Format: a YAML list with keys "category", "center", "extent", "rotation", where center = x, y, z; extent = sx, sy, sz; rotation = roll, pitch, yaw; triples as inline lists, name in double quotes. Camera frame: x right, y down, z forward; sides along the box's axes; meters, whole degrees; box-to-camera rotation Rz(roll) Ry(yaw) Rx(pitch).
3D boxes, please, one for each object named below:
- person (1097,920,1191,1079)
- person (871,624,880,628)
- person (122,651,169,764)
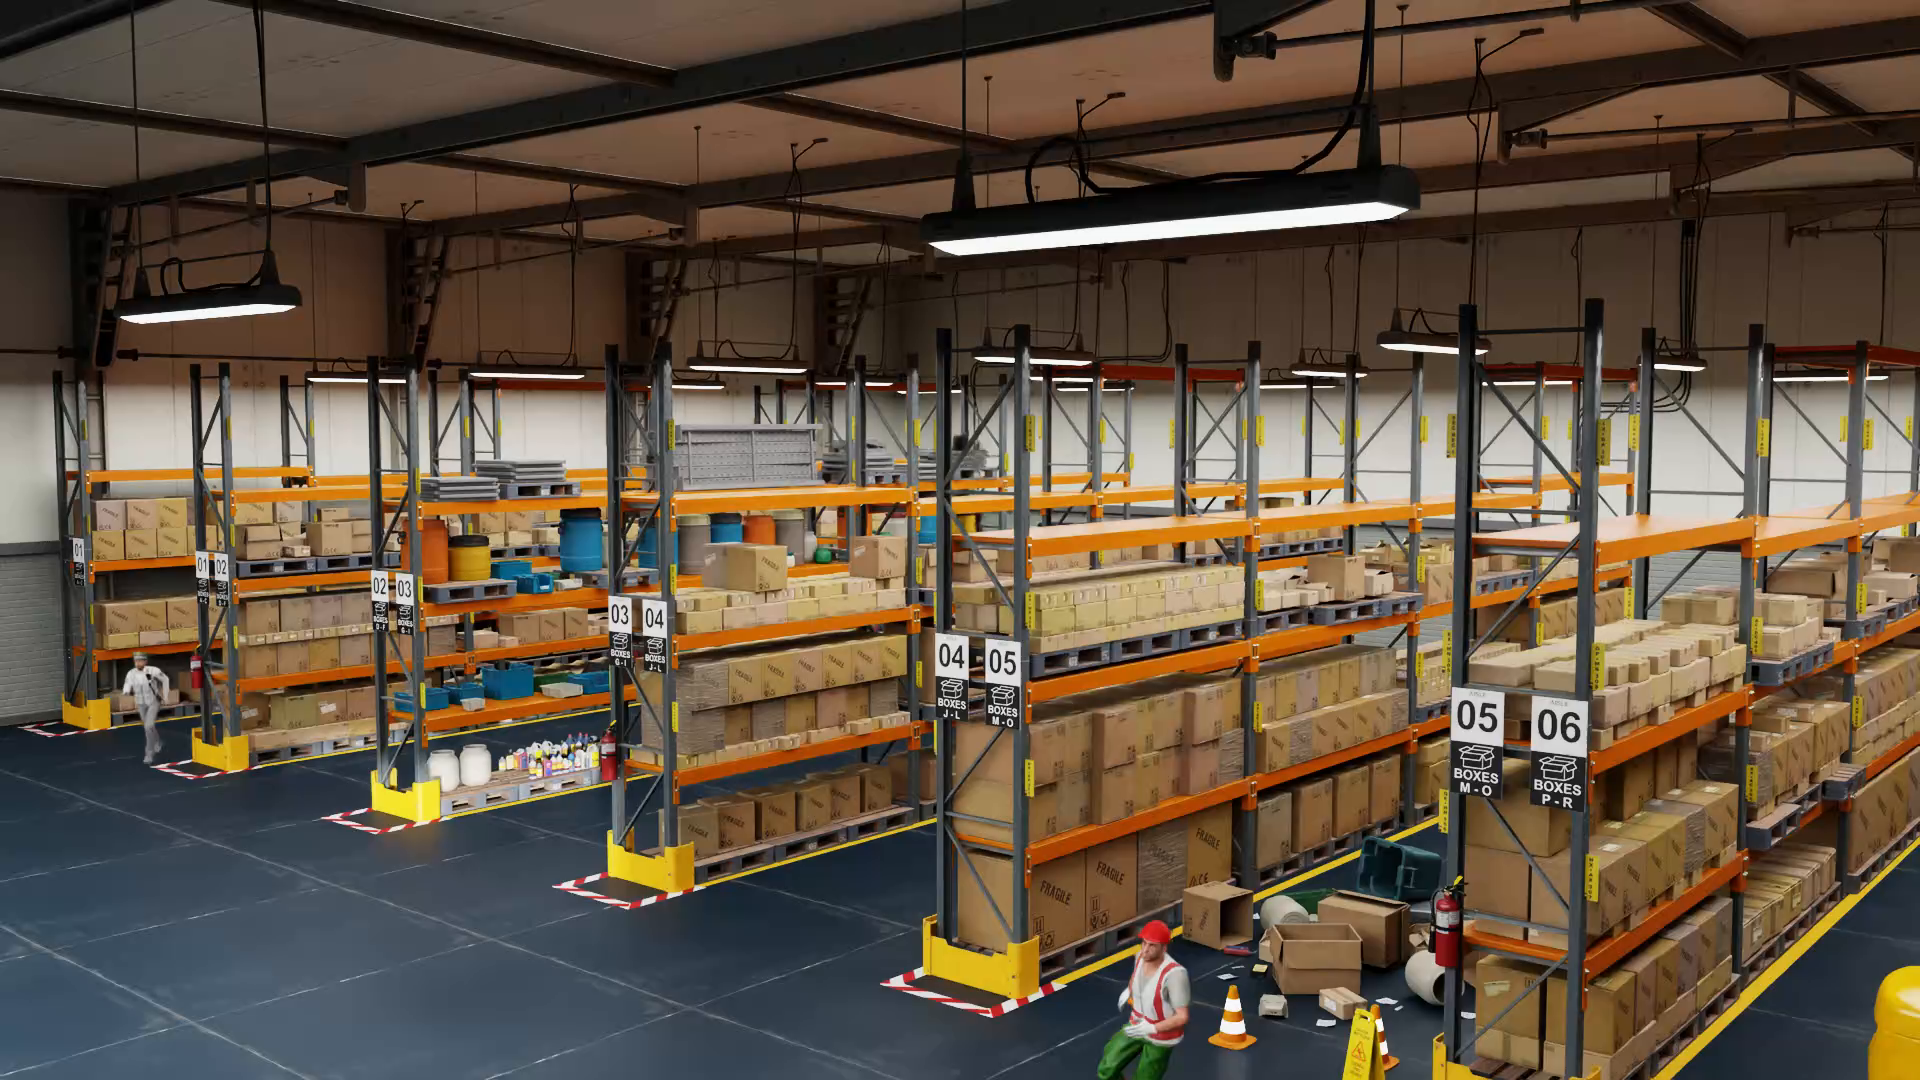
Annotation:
- category: "person"
  center: [1.288, 3.485, 11.730]
  extent: [0.844, 1.691, 0.718]
  rotation: [4, 5, 41]
- category: "person"
  center: [-1.933, 1.541, 39.508]
  extent: [0.576, 1.551, 0.829]
  rotation: [-3, 5, -36]
- category: "person"
  center: [-12.339, 2.520, 25.198]
  extent: [0.554, 1.714, 0.961]
  rotation: [0, 4, -1]
